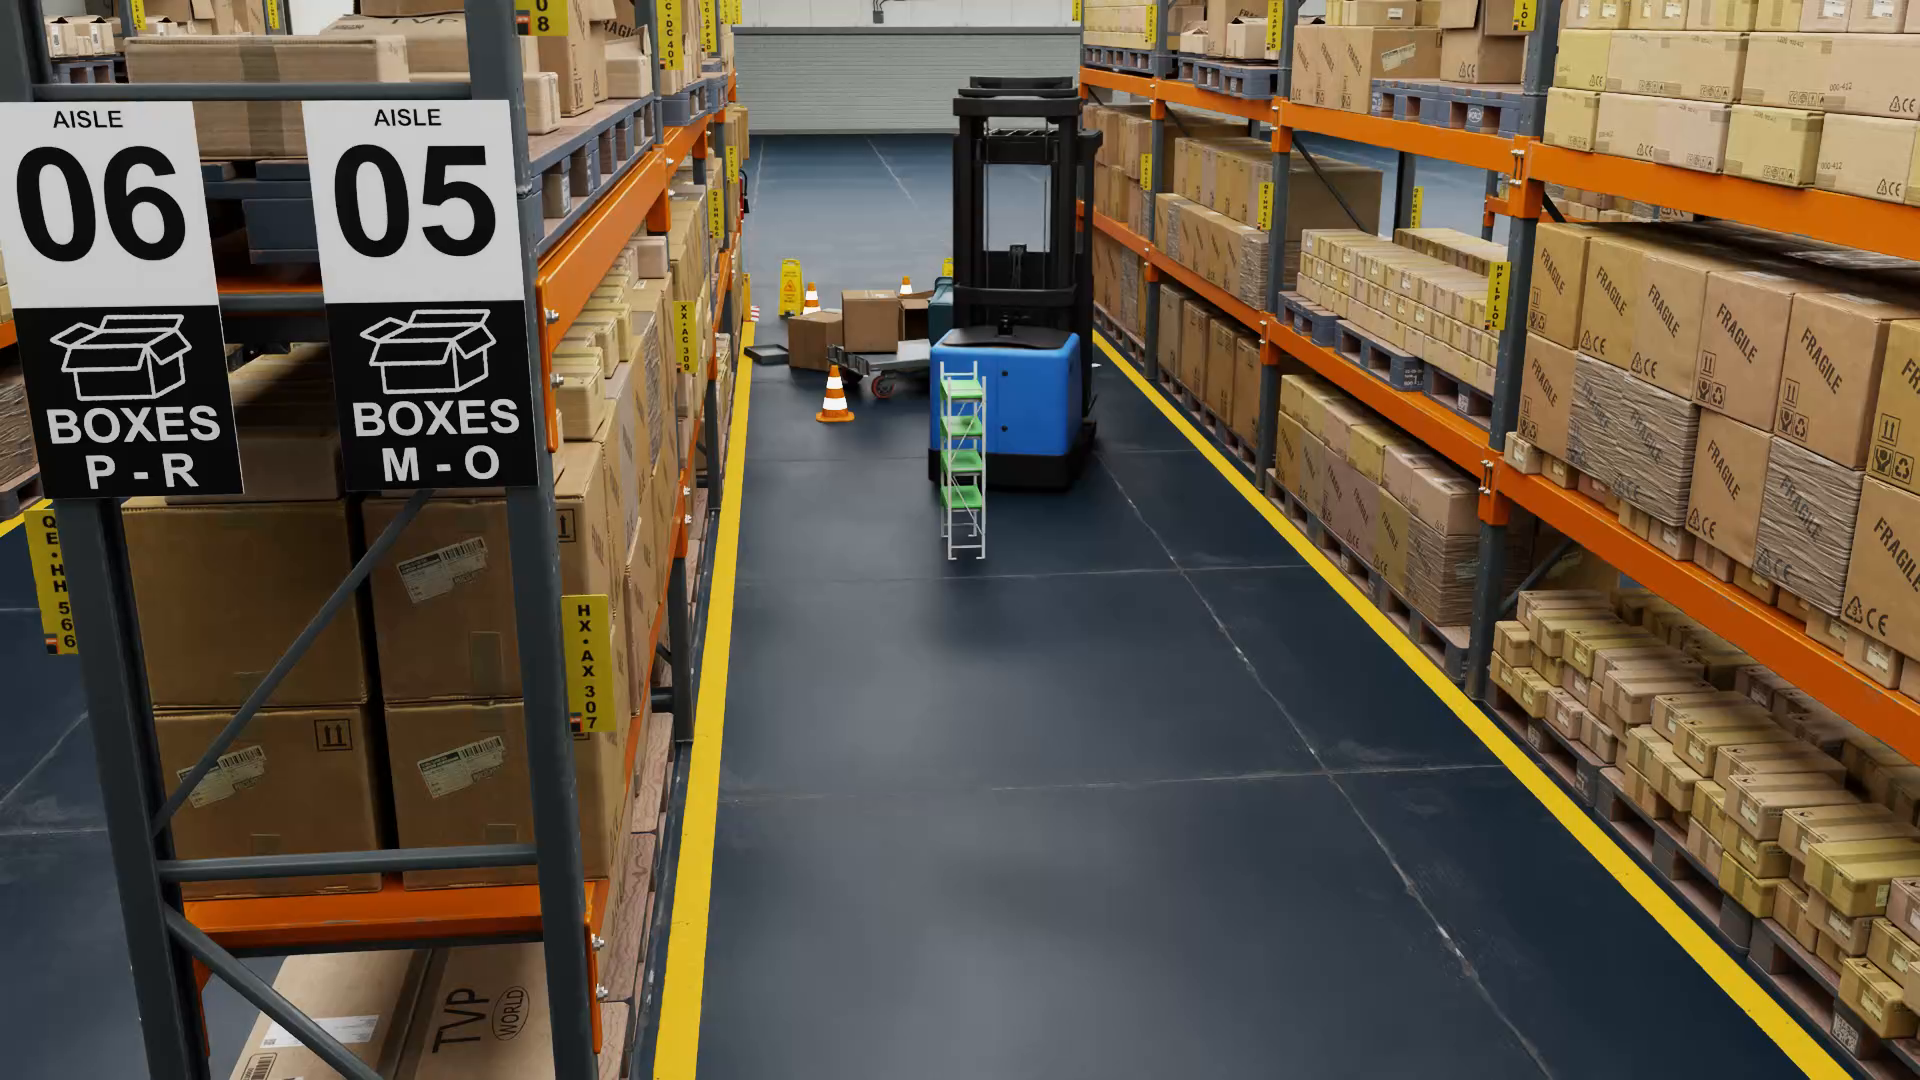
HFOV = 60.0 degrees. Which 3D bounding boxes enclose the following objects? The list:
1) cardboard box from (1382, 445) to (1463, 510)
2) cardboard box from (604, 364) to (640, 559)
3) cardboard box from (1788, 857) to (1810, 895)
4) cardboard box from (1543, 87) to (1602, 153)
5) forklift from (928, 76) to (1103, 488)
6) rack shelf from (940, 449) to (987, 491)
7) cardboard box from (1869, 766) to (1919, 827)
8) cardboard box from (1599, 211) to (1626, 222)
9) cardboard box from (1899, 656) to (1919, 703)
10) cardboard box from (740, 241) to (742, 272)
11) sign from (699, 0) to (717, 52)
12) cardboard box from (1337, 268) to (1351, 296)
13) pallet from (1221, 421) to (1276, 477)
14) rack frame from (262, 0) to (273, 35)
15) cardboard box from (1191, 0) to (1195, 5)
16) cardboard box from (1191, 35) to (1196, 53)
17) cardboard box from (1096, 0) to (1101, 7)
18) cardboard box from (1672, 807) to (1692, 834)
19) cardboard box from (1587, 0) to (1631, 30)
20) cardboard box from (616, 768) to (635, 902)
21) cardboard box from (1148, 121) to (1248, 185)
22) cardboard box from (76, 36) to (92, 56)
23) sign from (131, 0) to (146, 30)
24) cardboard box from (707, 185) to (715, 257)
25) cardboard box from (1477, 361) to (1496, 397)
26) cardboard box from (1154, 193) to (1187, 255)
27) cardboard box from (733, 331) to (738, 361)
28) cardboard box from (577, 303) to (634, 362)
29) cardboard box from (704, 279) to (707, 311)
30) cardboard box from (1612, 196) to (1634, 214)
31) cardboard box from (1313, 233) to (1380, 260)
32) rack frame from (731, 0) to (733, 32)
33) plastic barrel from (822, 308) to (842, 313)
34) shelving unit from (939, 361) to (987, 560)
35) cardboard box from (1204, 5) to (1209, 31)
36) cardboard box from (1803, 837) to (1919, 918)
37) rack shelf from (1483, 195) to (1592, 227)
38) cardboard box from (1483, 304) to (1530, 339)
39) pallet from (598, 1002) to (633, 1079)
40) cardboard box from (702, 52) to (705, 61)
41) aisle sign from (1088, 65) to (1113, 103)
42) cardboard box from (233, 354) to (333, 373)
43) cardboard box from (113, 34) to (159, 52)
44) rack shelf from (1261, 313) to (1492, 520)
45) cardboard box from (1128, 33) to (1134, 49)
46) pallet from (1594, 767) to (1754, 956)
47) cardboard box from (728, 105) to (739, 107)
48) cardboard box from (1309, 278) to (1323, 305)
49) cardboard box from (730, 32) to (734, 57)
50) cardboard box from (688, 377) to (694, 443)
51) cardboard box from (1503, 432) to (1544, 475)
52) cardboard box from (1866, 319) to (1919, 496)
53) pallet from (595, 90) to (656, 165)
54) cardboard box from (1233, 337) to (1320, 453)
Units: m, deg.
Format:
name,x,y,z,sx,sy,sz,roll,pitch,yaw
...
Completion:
name,x,y,z,sx,sy,sz,roll,pitch,yaw
cardboard box,2.752,-0.364,9.550,0.500,0.250,0.500,-1,17,-3
cardboard box,-1.267,-0.240,5.097,0.500,0.500,0.500,-2,18,-6
cardboard box,3.214,1.192,5.934,0.380,0.149,0.250,-2,18,-6
cardboard box,2.906,-1.845,7.287,0.500,0.250,0.500,-1,17,-3
forklift,0.530,-2.180,13.229,1.130,2.935,3.031,3,18,10
rack shelf,0.017,-0.462,10.859,0.258,0.148,0.480,-2,18,-6
cardboard box,3.643,0.958,6.182,0.380,0.149,0.250,-1,17,-3
cardboard box,6.806,-3.295,17.084,0.380,0.149,0.250,-2,18,-6
cardboard box,3.189,0.443,5.179,0.380,0.149,0.250,-2,18,-6
cardboard box,-2.688,-3.039,18.486,0.500,0.500,0.500,-2,18,-5
sign,-1.652,-3.370,10.901,0.100,0.325,0.005,-2,18,-6
cardboard box,2.645,-1.660,10.678,0.380,0.149,0.250,-2,18,-5
pallet,2.702,-0.730,13.149,1.003,0.211,1.213,-2,18,-6
rack frame,-7.967,-6.731,17.594,1.000,3.000,0.127,-2,18,-6
cardboard box,2.489,-5.377,16.509,0.380,0.149,0.250,-2,17,-5
cardboard box,2.156,-4.257,14.273,0.250,0.149,0.380,-2,18,-6
cardboard box,1.678,-5.811,17.890,0.380,0.149,0.250,-2,17,-5
cardboard box,3.116,1.108,6.697,0.380,0.149,0.250,-1,17,-4
cardboard box,2.905,-2.243,7.057,0.380,0.149,0.250,-3,18,-8
cardboard box,-1.742,1.031,6.461,0.875,0.438,0.875,-2,18,-7
cardboard box,2.292,-3.712,15.941,0.875,0.550,0.550,-2,18,-6
cardboard box,-7.139,-3.918,13.193,0.380,0.149,0.250,-2,18,-6
sign,-7.016,-4.525,14.185,0.100,0.325,0.005,-2,18,-6
cardboard box,-2.082,-2.326,12.214,0.500,0.500,0.500,-1,17,-3
cardboard box,2.883,-0.824,8.512,0.380,0.149,0.250,-2,18,-7
cardboard box,2.082,-2.897,15.231,0.500,0.500,0.500,-2,17,-5
cardboard box,-2.410,-1.904,16.124,0.500,0.250,0.500,-3,18,-8
cardboard box,-1.259,-0.668,5.379,0.380,0.149,0.250,-2,18,-7
cardboard box,-1.846,-1.518,10.419,0.500,0.250,0.500,-2,18,-7
cardboard box,7.238,-3.613,17.015,0.875,0.500,0.500,-2,18,-6
cardboard box,2.593,-1.964,11.149,0.380,0.149,0.250,-2,18,-7
rack frame,-3.030,-6.886,18.086,1.000,3.000,0.127,-2,18,-6
plastic barrel,-1.311,-2.226,17.559,0.512,0.421,0.421,11,21,32
shelving unit,0.017,-0.523,10.840,0.258,1.200,0.503,-2,18,-6
cardboard box,2.523,-4.918,15.714,0.500,0.250,0.500,-2,18,-5
cardboard box,3.105,1.137,5.613,0.380,0.149,0.250,-2,18,-7
rack shelf,7.033,-3.390,18.169,1.077,0.370,4.000,-2,18,-6
cardboard box,2.885,-1.109,8.427,0.380,0.149,0.250,-1,17,-3
pallet,-1.540,1.838,4.969,1.003,0.211,1.213,-2,18,-6
cardboard box,-2.366,-4.071,13.678,0.500,0.250,0.500,-2,17,-5
aisle sign,1.577,-5.459,19.216,0.394,0.787,0.004,-2,18,-6
cardboard box,-1.762,-0.417,4.578,0.380,0.149,0.250,-1,17,-4
cardboard box,-7.299,-4.380,14.663,0.380,0.149,0.250,-1,17,-4
rack shelf,2.914,-0.884,10.185,1.077,0.370,4.000,-2,18,-6
cardboard box,1.859,-4.901,16.323,0.380,0.149,0.250,-2,18,-5
pallet,3.354,1.263,6.803,1.003,0.211,1.213,-2,18,-6
cardboard box,-2.716,-4.394,17.831,0.700,0.500,0.500,-2,18,-5
cardboard box,2.581,-1.684,11.251,0.380,0.149,0.250,-1,17,-3
cardboard box,-2.710,-5.381,18.054,0.500,0.250,0.500,-2,18,-6
cardboard box,-1.630,-0.670,8.553,0.500,0.250,0.500,-2,18,-7
cardboard box,2.824,-0.417,7.916,0.380,0.149,0.250,-1,17,-4
cardboard box,3.186,-0.386,5.065,0.500,0.500,0.500,-2,18,-8
pallet,-1.719,-1.593,6.383,1.003,0.211,1.213,-2,18,-6
cardboard box,2.735,-1.134,12.836,1.050,0.750,0.750,-2,18,-6
